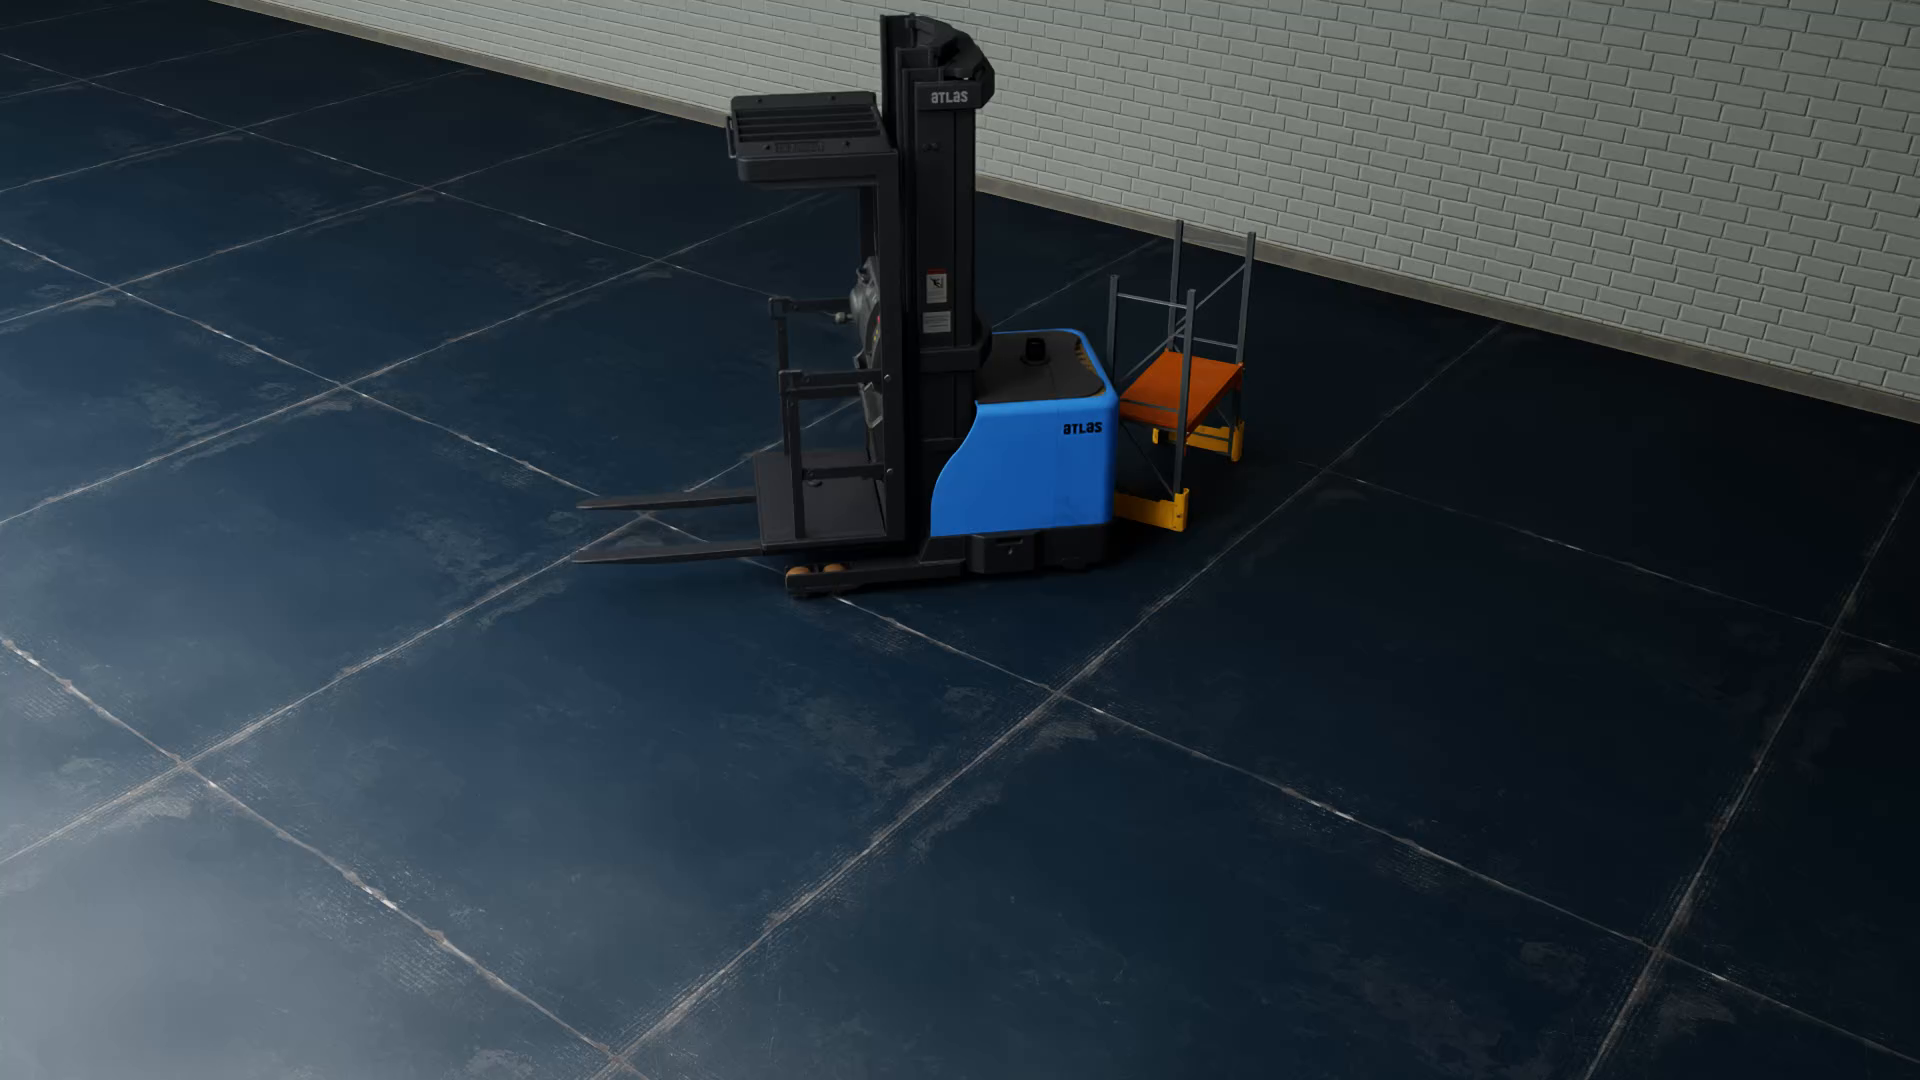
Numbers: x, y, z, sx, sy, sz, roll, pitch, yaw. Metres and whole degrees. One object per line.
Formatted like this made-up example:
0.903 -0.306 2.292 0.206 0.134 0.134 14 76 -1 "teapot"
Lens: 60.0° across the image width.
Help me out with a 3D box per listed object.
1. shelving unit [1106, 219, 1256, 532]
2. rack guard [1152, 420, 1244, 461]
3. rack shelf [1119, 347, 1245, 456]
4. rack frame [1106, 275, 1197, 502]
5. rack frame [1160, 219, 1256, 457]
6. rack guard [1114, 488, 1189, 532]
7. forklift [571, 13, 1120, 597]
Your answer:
1.299 -1.004 9.973 0.587 1.500 1.083 15 34 23 "shelving unit"
1.526 -0.692 10.673 0.587 0.250 0.087 15 34 23 "rack guard"
1.303 -0.853 10.072 0.538 0.185 1.000 15 34 23 "rack shelf"
1.071 -0.777 9.591 0.500 1.500 0.032 15 34 23 "rack frame"
1.535 -1.239 10.369 0.500 1.500 0.032 15 34 23 "rack frame"
1.071 -0.240 9.910 0.587 0.250 0.087 15 34 23 "rack guard"
-0.683 -1.233 8.956 3.031 2.935 1.130 -4 31 -7 "forklift"
